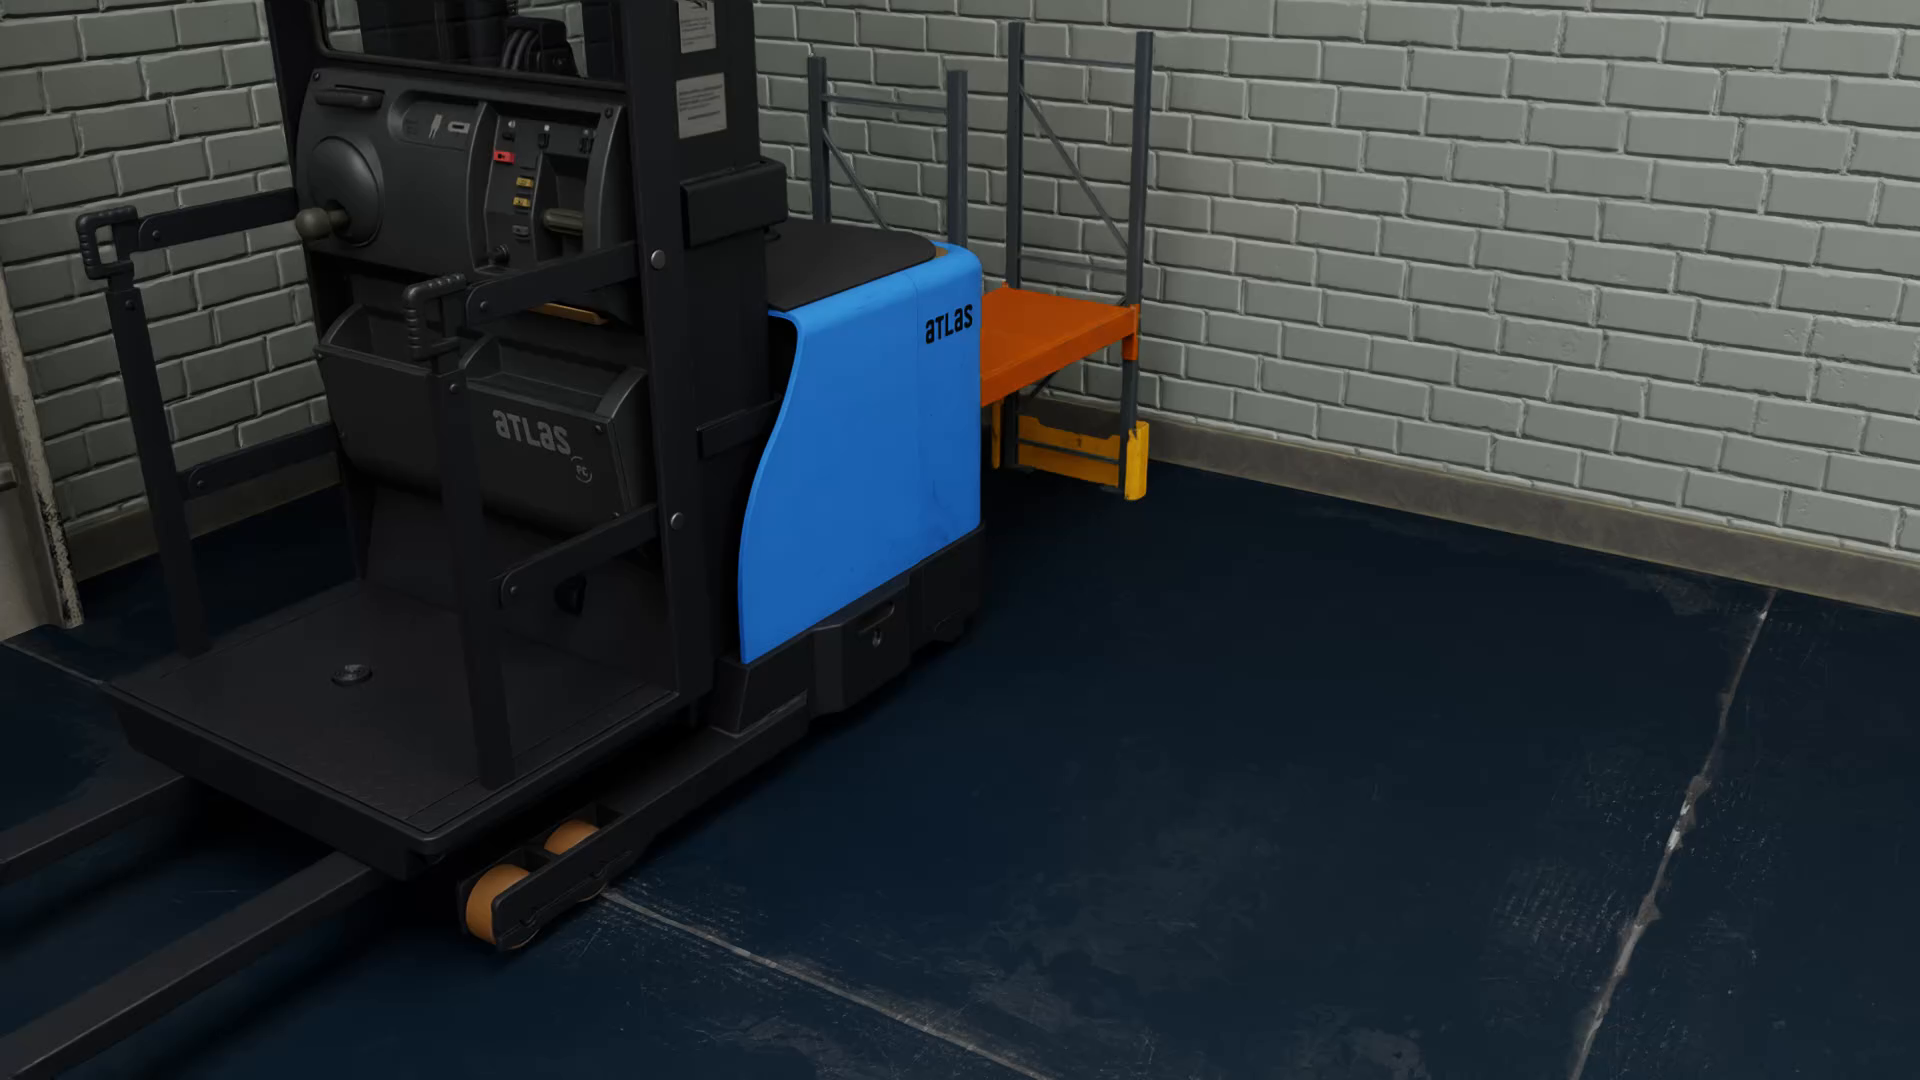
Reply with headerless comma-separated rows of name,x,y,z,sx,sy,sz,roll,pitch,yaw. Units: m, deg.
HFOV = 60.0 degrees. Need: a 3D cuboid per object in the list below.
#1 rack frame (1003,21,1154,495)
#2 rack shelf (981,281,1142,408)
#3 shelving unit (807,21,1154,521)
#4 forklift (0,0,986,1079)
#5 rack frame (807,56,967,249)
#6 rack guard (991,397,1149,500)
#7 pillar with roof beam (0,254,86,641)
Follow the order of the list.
rack frame,0.369,-0.897,5.434,0.500,1.500,0.032,15,28,31
rack shelf,0.086,-0.564,5.118,0.538,0.185,1.000,15,28,31
shelving unit,0.091,-0.732,5.053,0.587,1.500,1.083,15,28,31
forklift,-1.166,-0.737,3.263,1.130,2.935,3.031,15,28,31
rack frame,-0.197,-0.561,4.659,0.500,1.500,0.032,15,28,31
rack guard,0.368,-0.323,5.681,0.587,0.250,0.087,15,28,31
pillar with roof beam,0.947,-2.961,0.762,9.100,9.000,0.400,14,27,29
